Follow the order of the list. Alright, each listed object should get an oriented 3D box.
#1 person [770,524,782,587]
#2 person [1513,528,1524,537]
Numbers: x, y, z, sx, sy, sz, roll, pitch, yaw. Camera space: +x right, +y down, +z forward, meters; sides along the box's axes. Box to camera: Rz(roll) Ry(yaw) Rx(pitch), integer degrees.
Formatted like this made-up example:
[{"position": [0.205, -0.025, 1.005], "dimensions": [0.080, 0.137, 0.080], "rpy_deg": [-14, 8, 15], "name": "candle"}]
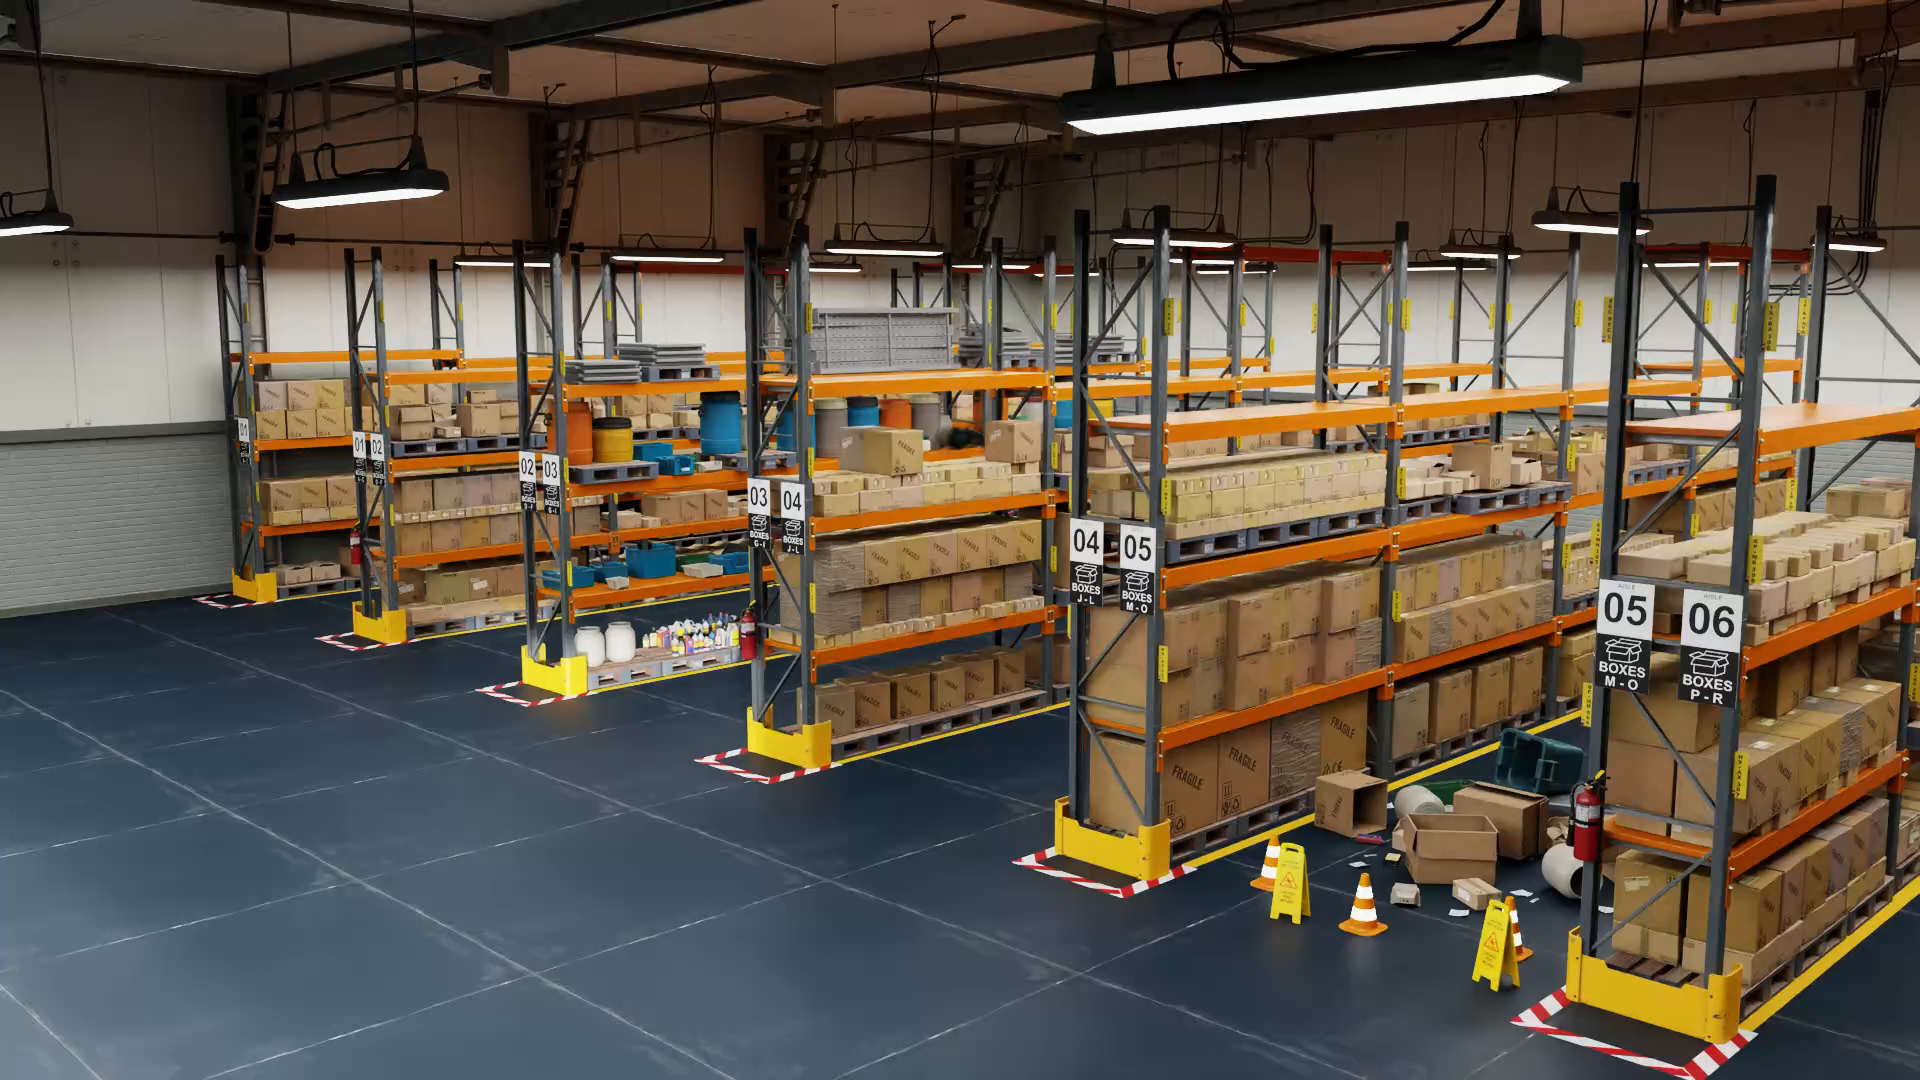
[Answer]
[{"position": [-2.983, -0.050, 29.311], "dimensions": [0.687, 1.700, 1.001], "rpy_deg": [7, 11, 41], "name": "person"}, {"position": [9.151, 0.573, 27.111], "dimensions": [0.602, 1.615, 0.960], "rpy_deg": [4, 9, 24], "name": "person"}]
